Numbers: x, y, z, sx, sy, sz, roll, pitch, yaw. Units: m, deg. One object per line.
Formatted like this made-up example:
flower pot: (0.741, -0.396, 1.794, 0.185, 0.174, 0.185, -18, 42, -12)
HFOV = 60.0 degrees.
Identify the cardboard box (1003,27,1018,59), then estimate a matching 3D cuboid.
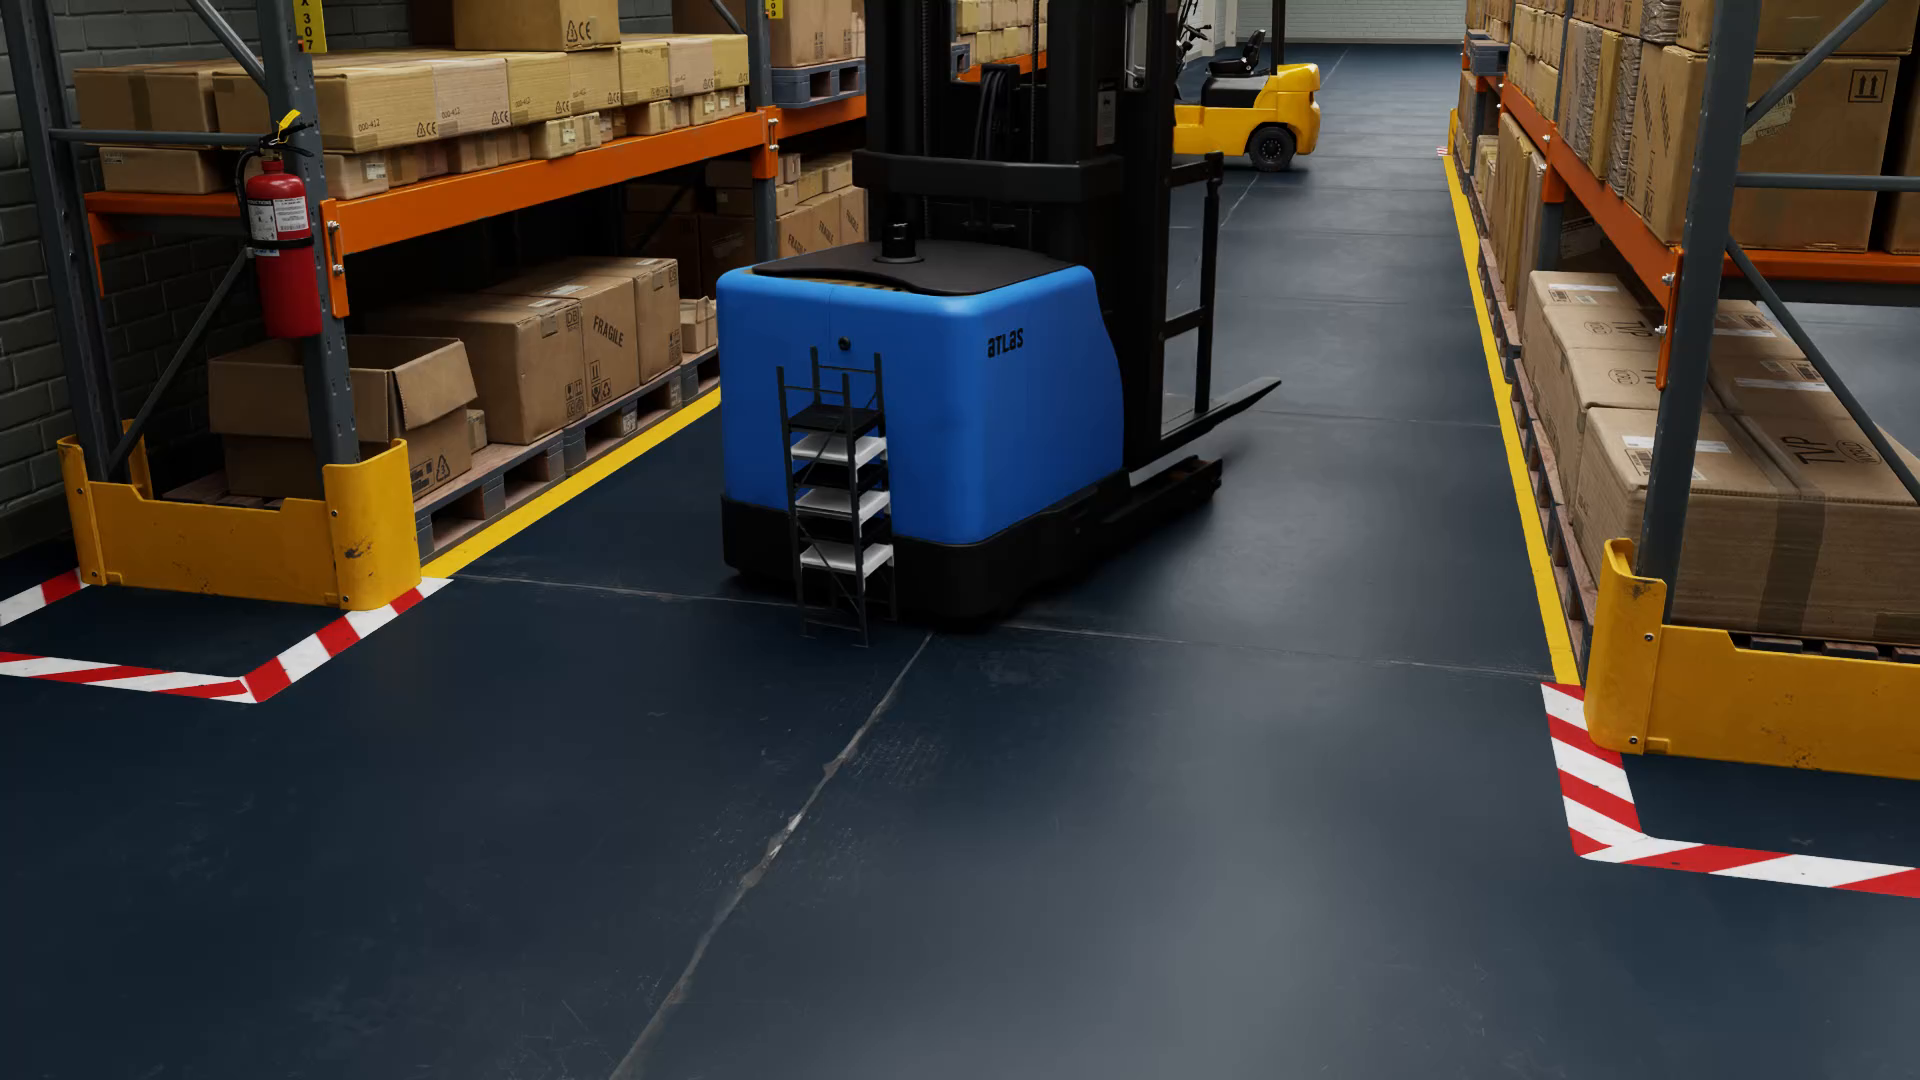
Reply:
cardboard box: (0.197, -4.293, 14.348, 0.500, 0.250, 0.500, 5, 20, 15)

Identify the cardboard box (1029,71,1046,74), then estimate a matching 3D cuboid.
cardboard box: (0.747, -5.032, 18.337, 0.500, 0.250, 0.500, 4, 19, 12)

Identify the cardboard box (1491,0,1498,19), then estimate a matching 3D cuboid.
cardboard box: (4.370, -4.244, 12.708, 0.500, 0.500, 0.500, 3, 19, 10)

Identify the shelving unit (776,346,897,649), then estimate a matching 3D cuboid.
shelving unit: (-0.372, -0.126, 5.139, 0.258, 0.900, 0.210, 9, 26, 23)

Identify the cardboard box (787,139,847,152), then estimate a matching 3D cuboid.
cardboard box: (-1.027, -2.781, 11.903, 0.380, 0.149, 0.250, 5, 19, 14)

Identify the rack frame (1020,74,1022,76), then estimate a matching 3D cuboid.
rack frame: (0.454, -5.016, 16.234, 1.000, 3.000, 0.127, 5, 19, 13)

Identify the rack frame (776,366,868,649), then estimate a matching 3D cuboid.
rack frame: (-0.415, -0.088, 5.055, 0.240, 0.900, 0.006, 9, 26, 23)

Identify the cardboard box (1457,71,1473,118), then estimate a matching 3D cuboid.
cardboard box: (5.775, -4.893, 18.317, 0.500, 0.500, 0.500, 4, 19, 12)

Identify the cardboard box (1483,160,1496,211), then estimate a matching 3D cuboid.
cardboard box: (4.611, -2.735, 12.971, 0.950, 0.372, 0.625, 4, 19, 12)

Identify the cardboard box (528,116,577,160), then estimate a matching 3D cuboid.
cardboard box: (-1.769, -1.618, 6.671, 0.380, 0.149, 0.250, 4, 19, 12)

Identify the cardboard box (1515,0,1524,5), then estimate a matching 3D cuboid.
cardboard box: (3.933, -3.757, 10.845, 0.500, 0.500, 0.500, 4, 19, 12)

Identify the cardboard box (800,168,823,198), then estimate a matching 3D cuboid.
cardboard box: (-1.057, -2.184, 10.156, 0.380, 0.149, 0.250, 4, 19, 12)

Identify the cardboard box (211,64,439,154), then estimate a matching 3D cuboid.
cardboard box: (-2.106, -1.446, 5.552, 0.500, 0.250, 0.500, 5, 19, 14)

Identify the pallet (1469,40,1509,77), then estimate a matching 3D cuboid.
pallet: (4.362, -3.513, 12.128, 1.213, 0.211, 1.003, 5, 19, 13)

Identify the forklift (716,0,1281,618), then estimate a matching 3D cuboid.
forklift: (0.394, -1.564, 6.233, 1.130, 2.935, 3.031, 12, 22, 30)

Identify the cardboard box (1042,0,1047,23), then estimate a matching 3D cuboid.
cardboard box: (0.582, -5.008, 15.667, 0.500, 0.250, 0.500, 4, 19, 12)

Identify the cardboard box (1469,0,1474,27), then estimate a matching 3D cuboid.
cardboard box: (5.614, -5.618, 17.381, 0.500, 0.500, 0.500, 4, 19, 12)

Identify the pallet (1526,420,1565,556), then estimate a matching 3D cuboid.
pallet: (2.756, -0.183, 6.396, 1.003, 0.211, 1.213, 5, 19, 13)

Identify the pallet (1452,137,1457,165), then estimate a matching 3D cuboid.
pallet: (5.994, -4.284, 18.404, 1.003, 0.211, 1.213, 5, 19, 13)

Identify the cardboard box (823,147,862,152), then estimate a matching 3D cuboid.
cardboard box: (-0.711, -2.586, 11.333, 0.380, 0.149, 0.250, 4, 19, 13)

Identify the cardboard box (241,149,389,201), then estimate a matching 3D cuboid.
cardboard box: (-2.132, -1.218, 5.501, 0.380, 0.149, 0.250, 5, 19, 13)

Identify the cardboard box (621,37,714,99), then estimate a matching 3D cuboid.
cardboard box: (-1.497, -2.242, 7.882, 0.500, 0.250, 0.500, 5, 19, 14)

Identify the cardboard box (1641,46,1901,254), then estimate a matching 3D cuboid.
cardboard box: (2.197, -1.084, 4.565, 0.500, 0.500, 0.500, 5, 19, 14)

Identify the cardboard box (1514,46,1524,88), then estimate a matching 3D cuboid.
cardboard box: (3.819, -3.005, 10.577, 0.500, 0.250, 0.500, 4, 19, 12)

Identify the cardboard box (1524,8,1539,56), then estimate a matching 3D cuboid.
cardboard box: (3.530, -2.923, 9.563, 0.500, 0.250, 0.500, 5, 19, 14)

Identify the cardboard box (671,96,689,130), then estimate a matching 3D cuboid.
cardboard box: (-1.507, -2.023, 7.860, 0.380, 0.149, 0.250, 5, 20, 15)

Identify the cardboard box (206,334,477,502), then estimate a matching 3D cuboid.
cardboard box: (-2.237, -0.457, 6.097, 0.797, 0.503, 0.637, 4, 19, 11)

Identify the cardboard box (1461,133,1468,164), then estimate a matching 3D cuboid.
cardboard box: (5.272, -3.897, 16.561, 0.500, 0.250, 0.500, 4, 19, 12)

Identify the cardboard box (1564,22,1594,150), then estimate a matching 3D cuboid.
cardboard box: (2.818, -1.882, 6.901, 0.500, 0.500, 0.500, 5, 19, 14)

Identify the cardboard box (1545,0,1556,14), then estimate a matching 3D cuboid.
cardboard box: (3.298, -2.961, 8.515, 0.500, 0.500, 0.500, 5, 19, 14)

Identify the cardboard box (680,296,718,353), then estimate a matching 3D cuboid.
cardboard box: (-1.439, -1.104, 8.360, 0.396, 0.266, 0.258, 5, 20, 15)

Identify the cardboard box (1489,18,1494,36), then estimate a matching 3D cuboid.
cardboard box: (4.481, -4.151, 13.438, 0.380, 0.149, 0.250, 5, 20, 15)

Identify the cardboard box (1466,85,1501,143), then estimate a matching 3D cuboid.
cardboard box: (5.152, -4.085, 15.950, 0.500, 0.500, 0.500, 4, 19, 13)

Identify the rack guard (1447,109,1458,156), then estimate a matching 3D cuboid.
rack guard: (6.227, -4.673, 19.094, 1.175, 0.500, 0.348, 5, 19, 13)

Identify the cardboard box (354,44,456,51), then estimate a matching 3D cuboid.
cardboard box: (-2.242, -1.970, 7.087, 0.500, 0.250, 0.500, 5, 19, 13)

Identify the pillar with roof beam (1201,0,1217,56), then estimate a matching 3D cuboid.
pillar with roof beam: (10.426, -16.144, 39.532, 9.100, 9.000, 0.400, 5, 19, 13)

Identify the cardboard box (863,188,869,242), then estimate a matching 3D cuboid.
cardboard box: (-0.785, -2.144, 11.043, 0.500, 0.500, 0.500, 4, 19, 11)

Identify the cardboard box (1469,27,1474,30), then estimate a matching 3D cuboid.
cardboard box: (5.664, -5.437, 17.855, 0.380, 0.149, 0.250, 5, 19, 14)

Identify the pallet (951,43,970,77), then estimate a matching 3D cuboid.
pallet: (-0.621, -3.454, 11.956, 1.213, 0.211, 1.003, 5, 19, 13)

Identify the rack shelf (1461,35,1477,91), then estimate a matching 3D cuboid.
rack shelf: (5.757, -4.912, 17.041, 1.077, 0.370, 4.000, 5, 19, 13)

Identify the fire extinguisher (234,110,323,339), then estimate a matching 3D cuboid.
fire extinguisher: (-2.066, -0.960, 5.053, 0.296, 0.674, 0.183, 5, 19, 13)

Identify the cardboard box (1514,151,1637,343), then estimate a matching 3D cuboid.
cardboard box: (3.387, -1.512, 8.611, 0.875, 0.875, 0.875, 5, 20, 15)

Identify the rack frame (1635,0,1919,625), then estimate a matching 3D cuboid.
rack frame: (2.336, -0.864, 4.078, 1.000, 3.000, 0.127, 5, 19, 13)

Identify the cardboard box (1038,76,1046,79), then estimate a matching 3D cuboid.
cardboard box: (1.011, -4.673, 17.287, 0.500, 0.250, 0.500, 5, 19, 13)

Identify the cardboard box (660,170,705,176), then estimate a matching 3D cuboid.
cardboard box: (-1.580, -2.130, 9.996, 0.380, 0.149, 0.250, 5, 19, 14)

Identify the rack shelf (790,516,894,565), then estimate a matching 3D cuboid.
rack shelf: (-0.367, -0.014, 5.189, 0.258, 0.077, 0.200, 9, 26, 23)

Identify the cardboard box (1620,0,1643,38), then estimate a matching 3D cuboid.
cardboard box: (2.446, -1.876, 5.337, 0.500, 0.500, 0.500, 5, 19, 13)

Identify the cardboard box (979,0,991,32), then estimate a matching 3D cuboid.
cardboard box: (-0.055, -4.205, 13.316, 0.500, 0.250, 0.500, 5, 20, 15)

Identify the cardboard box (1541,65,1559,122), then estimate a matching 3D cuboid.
cardboard box: (3.179, -2.208, 8.242, 0.500, 0.250, 0.500, 4, 19, 12)
